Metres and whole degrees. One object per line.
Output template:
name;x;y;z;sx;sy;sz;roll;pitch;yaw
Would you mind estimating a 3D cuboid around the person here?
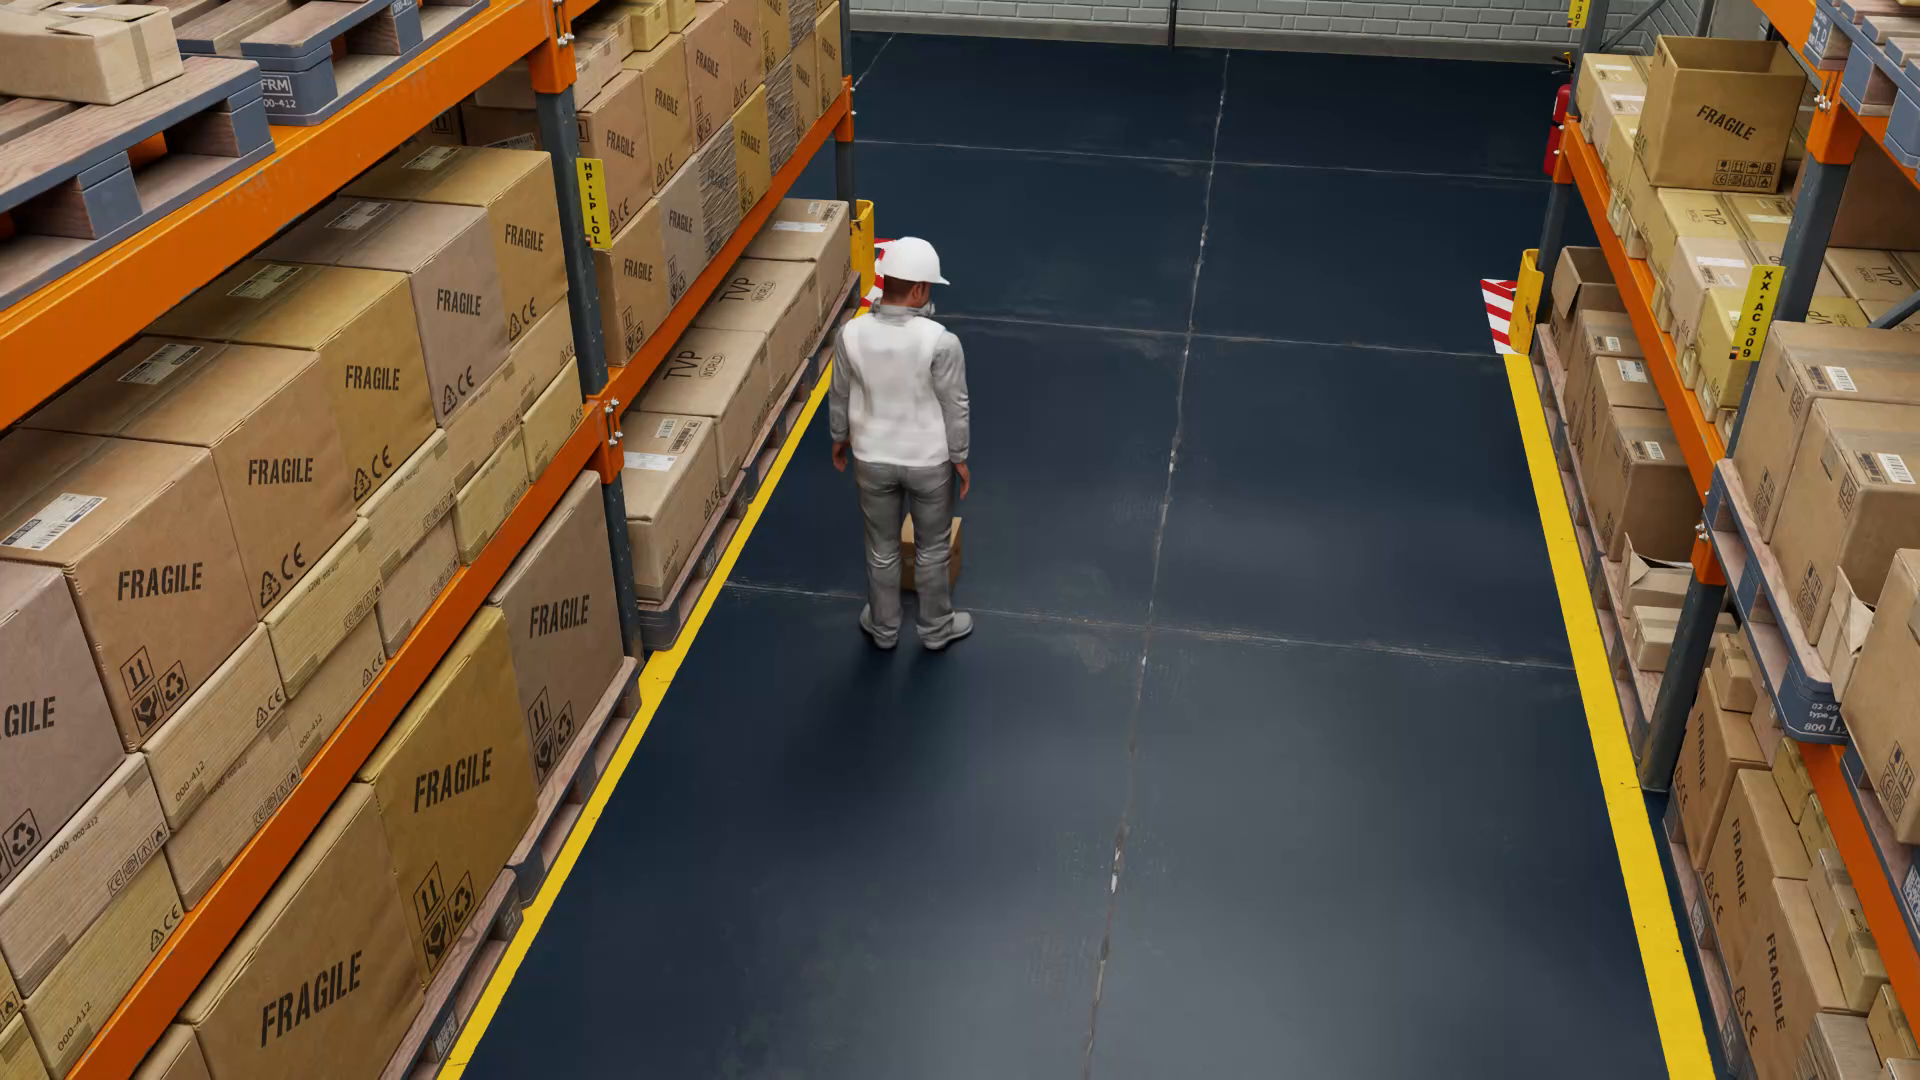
person;-0.240;-0.347;6.655;0.592;1.785;0.393;6;33;9
